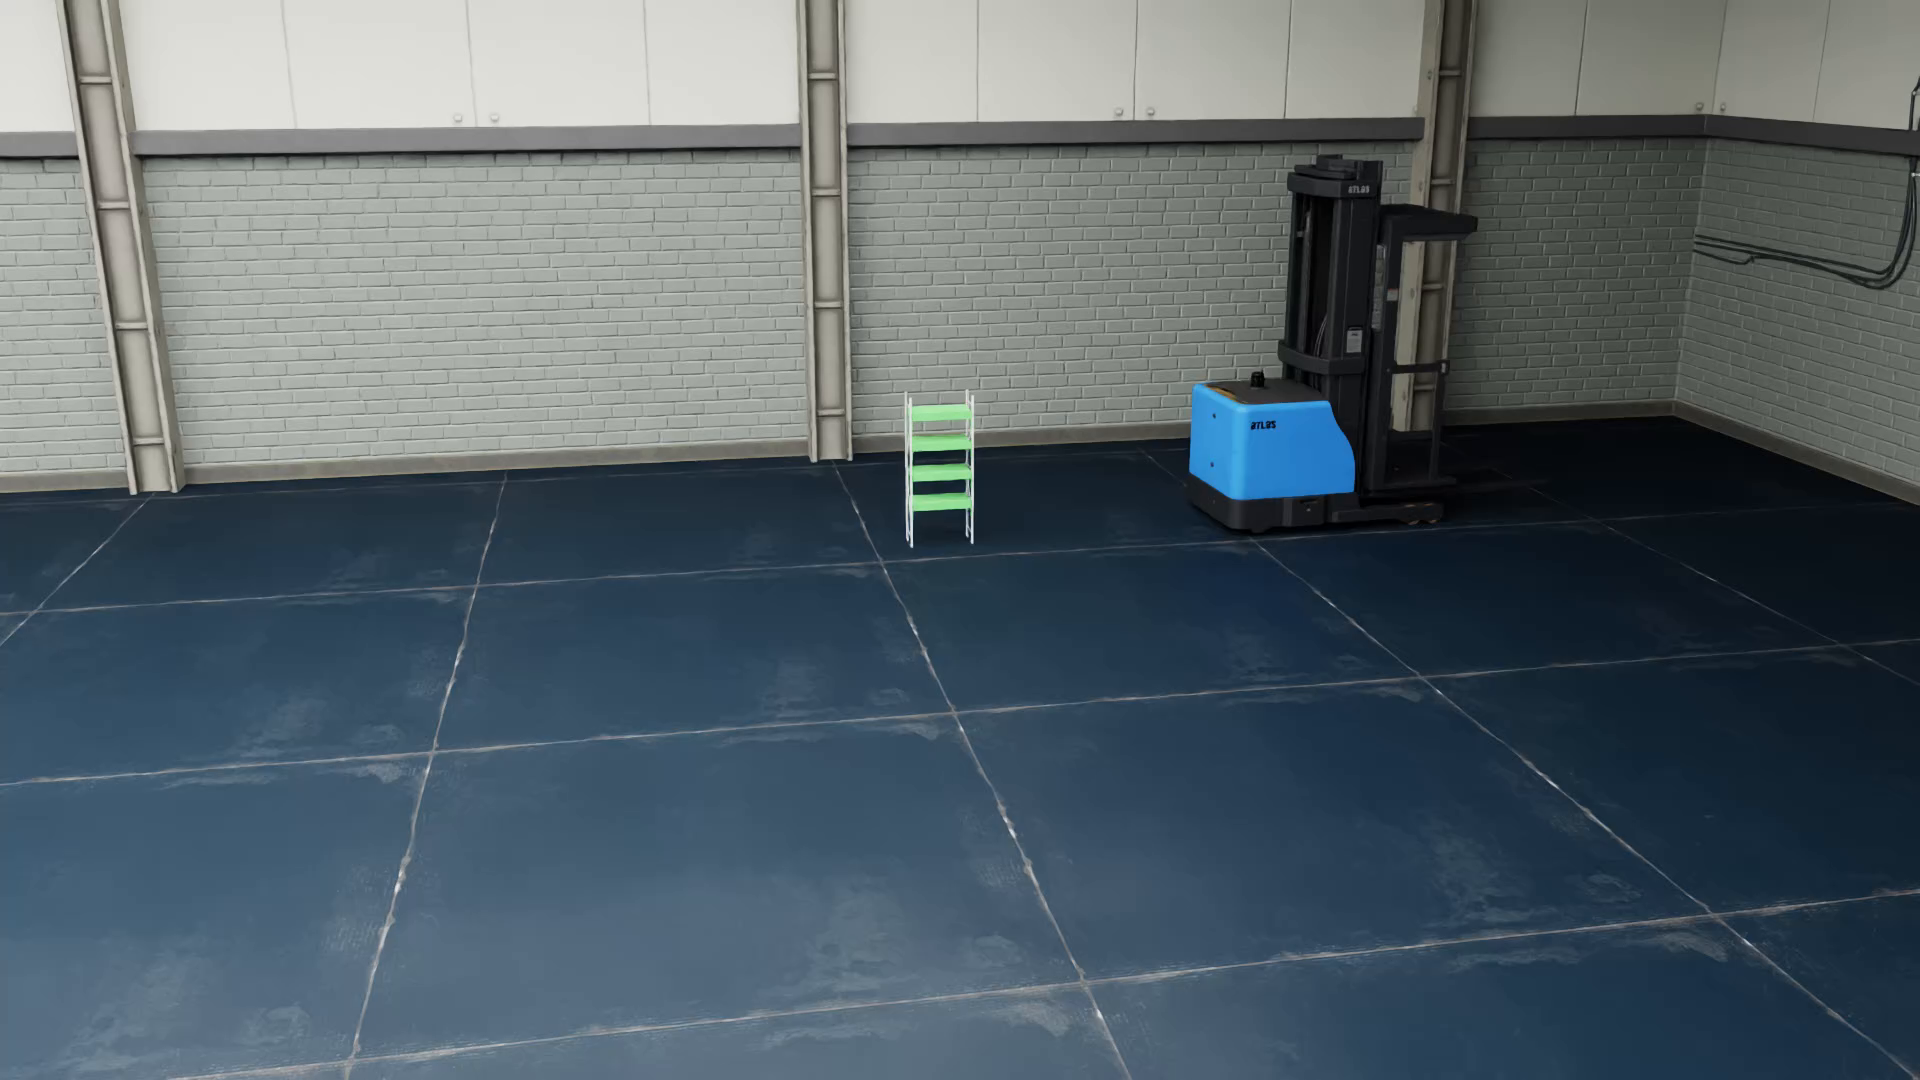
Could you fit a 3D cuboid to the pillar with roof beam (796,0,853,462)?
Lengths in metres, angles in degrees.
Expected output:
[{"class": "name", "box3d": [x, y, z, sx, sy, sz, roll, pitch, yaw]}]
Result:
[{"class": "pillar with roof beam", "box3d": [-0.419, -3.849, 10.517, 0.400, 9.000, 9.100, -3, 17, -10]}]

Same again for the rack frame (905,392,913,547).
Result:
[{"class": "rack frame", "box3d": [-0.402, -0.551, 13.061, 0.015, 1.200, 0.240, -3, 17, -10]}]

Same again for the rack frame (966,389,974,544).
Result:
[{"class": "rack frame", "box3d": [0.077, -0.578, 13.150, 0.015, 1.200, 0.240, -3, 17, -10]}]

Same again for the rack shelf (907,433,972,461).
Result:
[{"class": "rack shelf", "box3d": [-0.163, -0.733, 13.054, 0.480, 0.148, 0.258, -3, 17, -10]}]

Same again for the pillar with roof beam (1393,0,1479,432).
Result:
[{"class": "pillar with roof beam", "box3d": [5.472, -4.183, 11.605, 0.400, 9.000, 9.100, -3, 17, -10]}]

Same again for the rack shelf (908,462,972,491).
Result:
[{"class": "rack shelf", "box3d": [-0.163, -0.503, 13.124, 0.480, 0.148, 0.258, -3, 17, -10]}]

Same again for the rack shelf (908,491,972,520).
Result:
[{"class": "rack shelf", "box3d": [-0.163, -0.274, 13.195, 0.480, 0.148, 0.258, -3, 17, -10]}]

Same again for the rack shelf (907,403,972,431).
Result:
[{"class": "rack shelf", "box3d": [-0.163, -0.962, 12.983, 0.480, 0.148, 0.258, -3, 17, -10]}]

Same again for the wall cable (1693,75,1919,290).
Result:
[{"class": "wall cable", "box3d": [7.799, -3.723, 15.394, 0.112, 2.526, 3.097, -3, 17, -10]}]

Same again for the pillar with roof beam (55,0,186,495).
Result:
[{"class": "pillar with roof beam", "box3d": [-6.310, -3.515, 9.429, 0.400, 9.000, 9.100, -3, 17, -10]}]

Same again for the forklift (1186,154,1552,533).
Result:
[{"class": "forklift", "box3d": [3.511, -1.673, 13.766, 3.031, 2.935, 1.130, -4, 18, -14]}]

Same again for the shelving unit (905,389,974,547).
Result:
[{"class": "shelving unit", "box3d": [-0.163, -0.564, 13.106, 0.503, 1.200, 0.258, -3, 17, -10]}]
